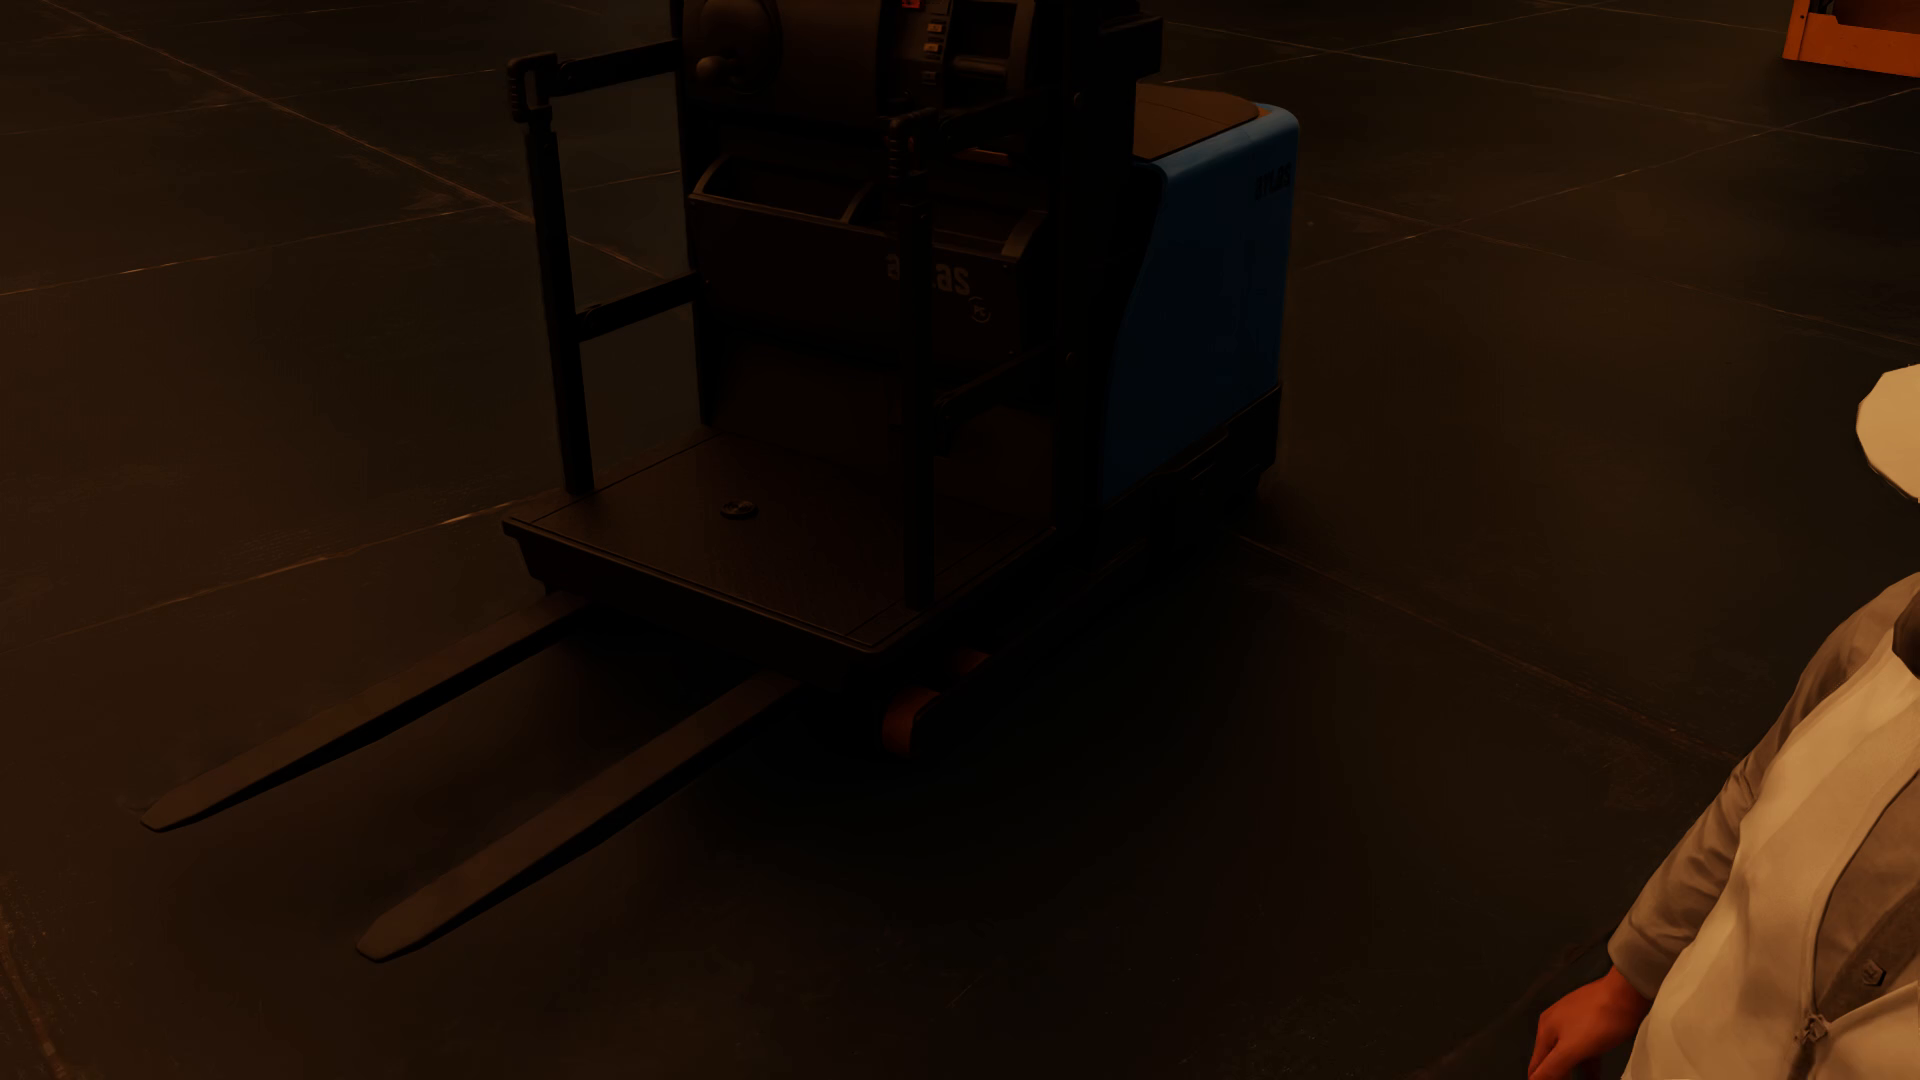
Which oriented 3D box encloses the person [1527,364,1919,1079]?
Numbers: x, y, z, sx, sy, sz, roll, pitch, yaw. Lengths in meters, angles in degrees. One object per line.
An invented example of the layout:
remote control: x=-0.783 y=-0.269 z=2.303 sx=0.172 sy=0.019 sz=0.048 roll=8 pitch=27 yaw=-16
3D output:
person: x=0.647 y=0.614 z=1.281 sx=0.493 sy=1.762 sz=0.724 roll=-10 pitch=28 yaw=-19

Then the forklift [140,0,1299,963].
forklift: x=-0.340 y=-1.079 z=3.378 sx=1.130 sy=2.935 sz=3.031 roll=17 pitch=31 yaw=31
